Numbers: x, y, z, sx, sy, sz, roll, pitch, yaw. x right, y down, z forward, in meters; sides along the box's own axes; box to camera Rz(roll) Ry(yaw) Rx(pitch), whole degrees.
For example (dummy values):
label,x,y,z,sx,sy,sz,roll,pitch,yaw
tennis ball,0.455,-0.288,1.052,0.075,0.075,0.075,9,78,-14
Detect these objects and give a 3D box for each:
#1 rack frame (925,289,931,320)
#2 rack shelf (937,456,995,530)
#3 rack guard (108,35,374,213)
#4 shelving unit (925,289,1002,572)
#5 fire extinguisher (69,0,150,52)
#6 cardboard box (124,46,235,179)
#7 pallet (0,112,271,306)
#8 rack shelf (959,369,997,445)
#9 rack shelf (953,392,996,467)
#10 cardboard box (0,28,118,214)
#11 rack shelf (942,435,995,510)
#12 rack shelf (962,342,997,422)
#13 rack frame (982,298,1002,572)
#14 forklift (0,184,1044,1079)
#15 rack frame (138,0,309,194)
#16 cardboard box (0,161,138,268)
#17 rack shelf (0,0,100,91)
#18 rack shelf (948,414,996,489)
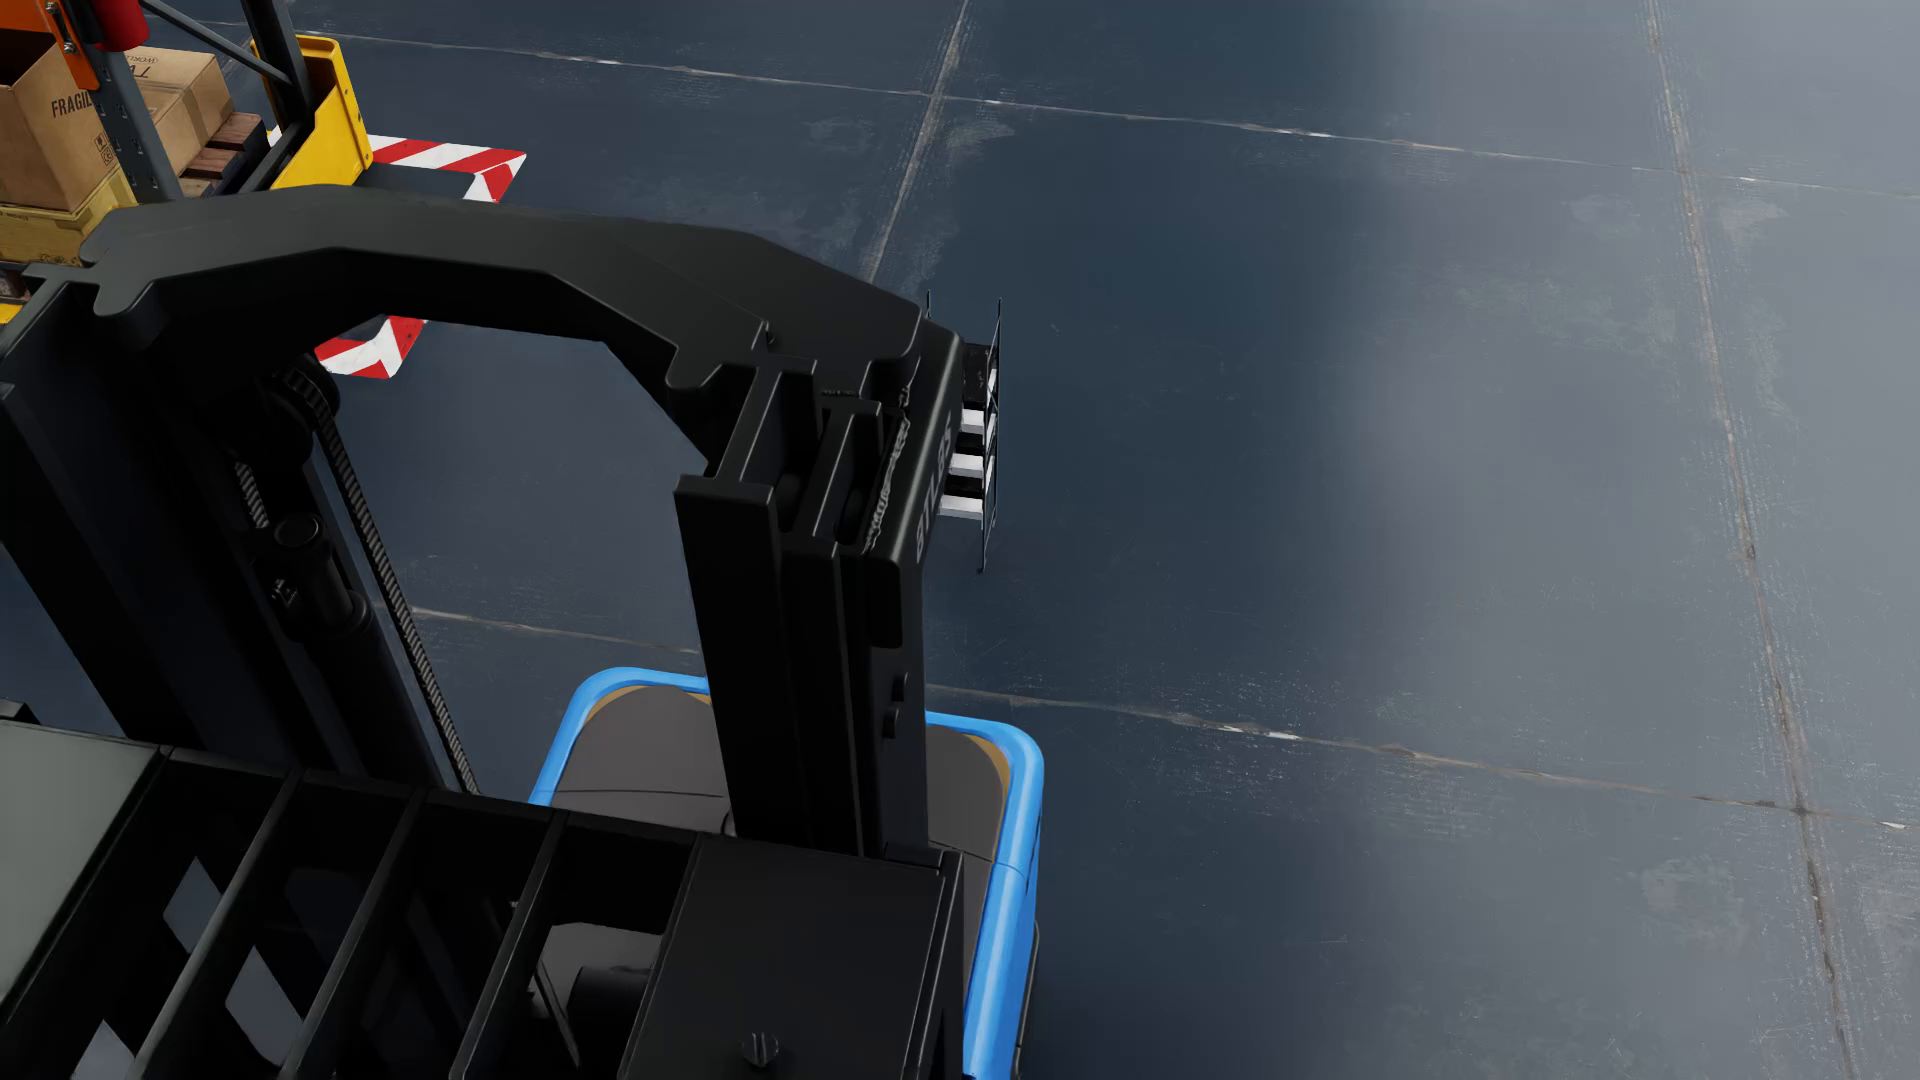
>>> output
label,x,y,z,sx,sy,sz,roll,pitch,yaw
rack frame,-0.108,-0.315,4.928,0.006,0.900,0.240,8,49,7
rack shelf,-0.008,-0.159,5.075,0.200,0.077,0.258,8,49,7
rack guard,-2.594,-1.314,6.095,0.348,0.500,1.175,8,49,7
shelving unit,-0.008,-0.302,4.916,0.210,0.900,0.258,8,49,7
fire extinguisher,-2.584,-1.771,4.877,0.183,0.674,0.296,8,49,7
cardboard box,-3.106,-1.608,6.244,0.500,0.250,0.500,8,49,7
pallet,-3.378,-1.291,6.268,1.213,0.211,1.003,8,49,7
rack shelf,-0.008,-0.400,4.807,0.200,0.077,0.258,8,49,7
rack shelf,-0.008,-0.340,4.874,0.200,0.077,0.258,8,49,7
cardboard box,-3.198,-1.478,5.623,0.500,0.500,0.500,8,49,7
rack shelf,-0.008,-0.219,5.008,0.200,0.077,0.258,8,49,7
rack shelf,-0.008,-0.460,4.740,0.200,0.077,0.258,8,49,7
rack frame,0.092,-0.288,4.904,0.006,0.900,0.240,8,49,7
forklift,-0.583,1.144,2.252,1.130,2.935,3.031,8,49,7
rack frame,-2.618,-2.150,5.166,0.053,2.616,0.949,8,49,7
cardboard box,-3.198,-1.229,5.904,0.500,0.250,0.500,8,49,7
rack shelf,-4.586,-2.177,5.673,4.000,0.370,1.077,8,49,7
rack shelf,-0.008,-0.280,4.941,0.200,0.077,0.258,8,49,7
